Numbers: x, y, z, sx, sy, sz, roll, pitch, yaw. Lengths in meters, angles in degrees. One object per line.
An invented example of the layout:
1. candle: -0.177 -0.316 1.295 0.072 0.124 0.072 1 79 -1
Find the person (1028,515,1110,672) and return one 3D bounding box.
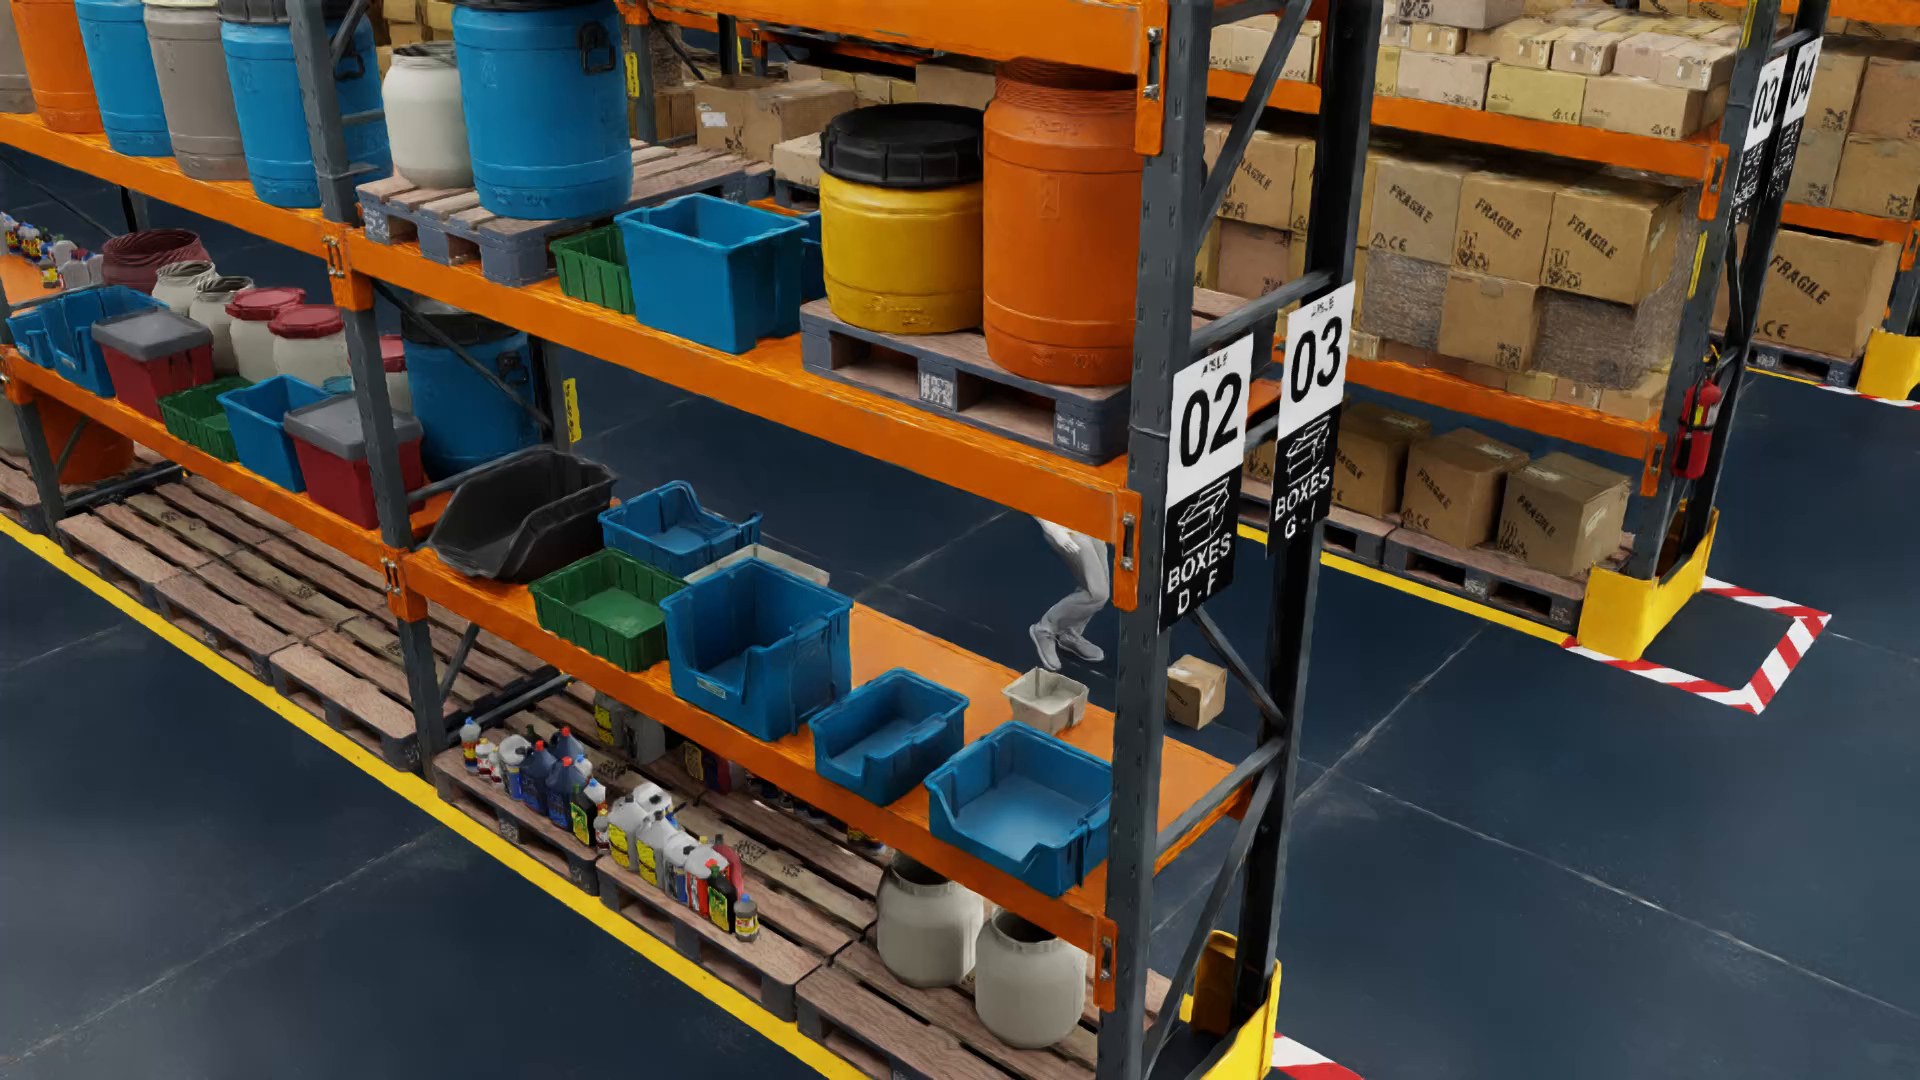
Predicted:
1. person: 0.652 -0.093 8.807 0.467 1.667 0.660 14 31 25
